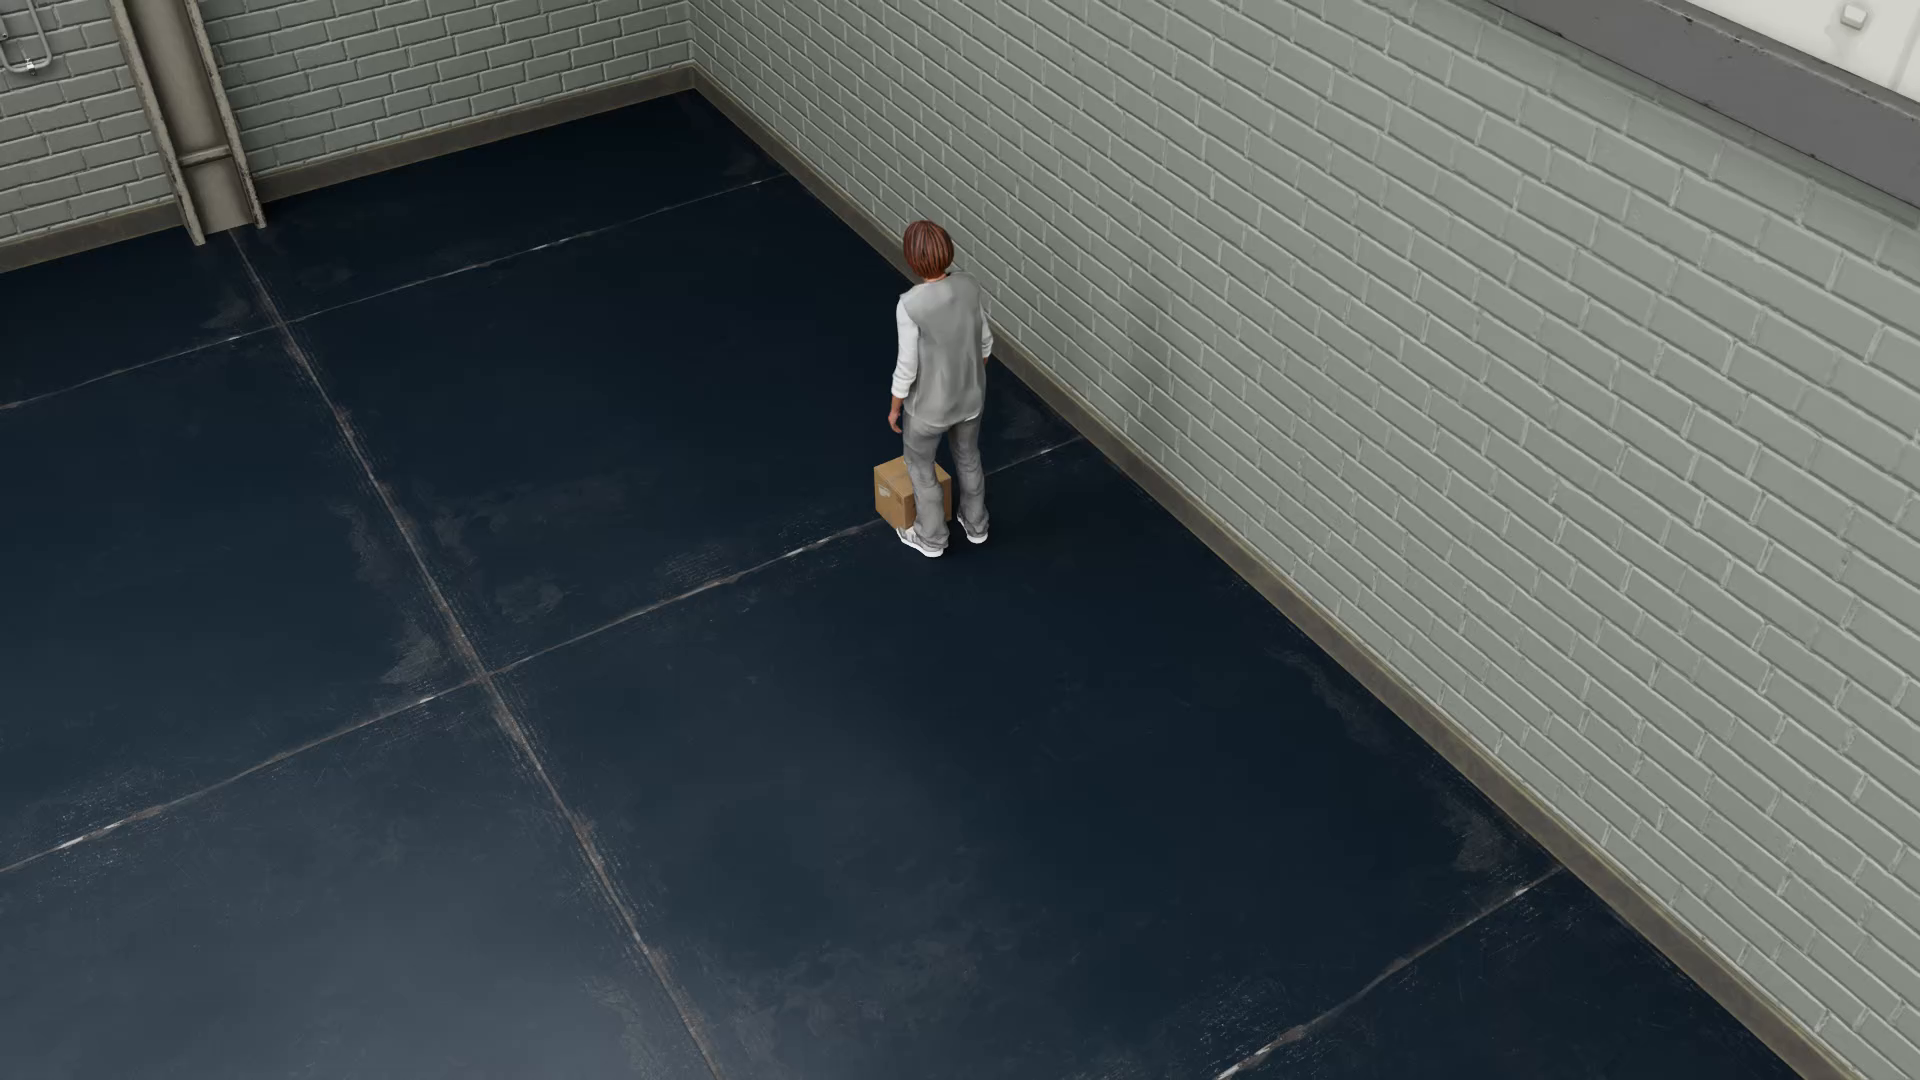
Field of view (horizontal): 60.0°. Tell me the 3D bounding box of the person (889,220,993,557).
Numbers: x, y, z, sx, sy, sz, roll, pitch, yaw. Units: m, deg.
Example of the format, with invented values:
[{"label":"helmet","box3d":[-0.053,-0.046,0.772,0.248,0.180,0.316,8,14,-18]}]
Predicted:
[{"label":"person","box3d":[-0.081,-0.586,6.832,0.477,1.593,0.367,-24,47,-25]}]
